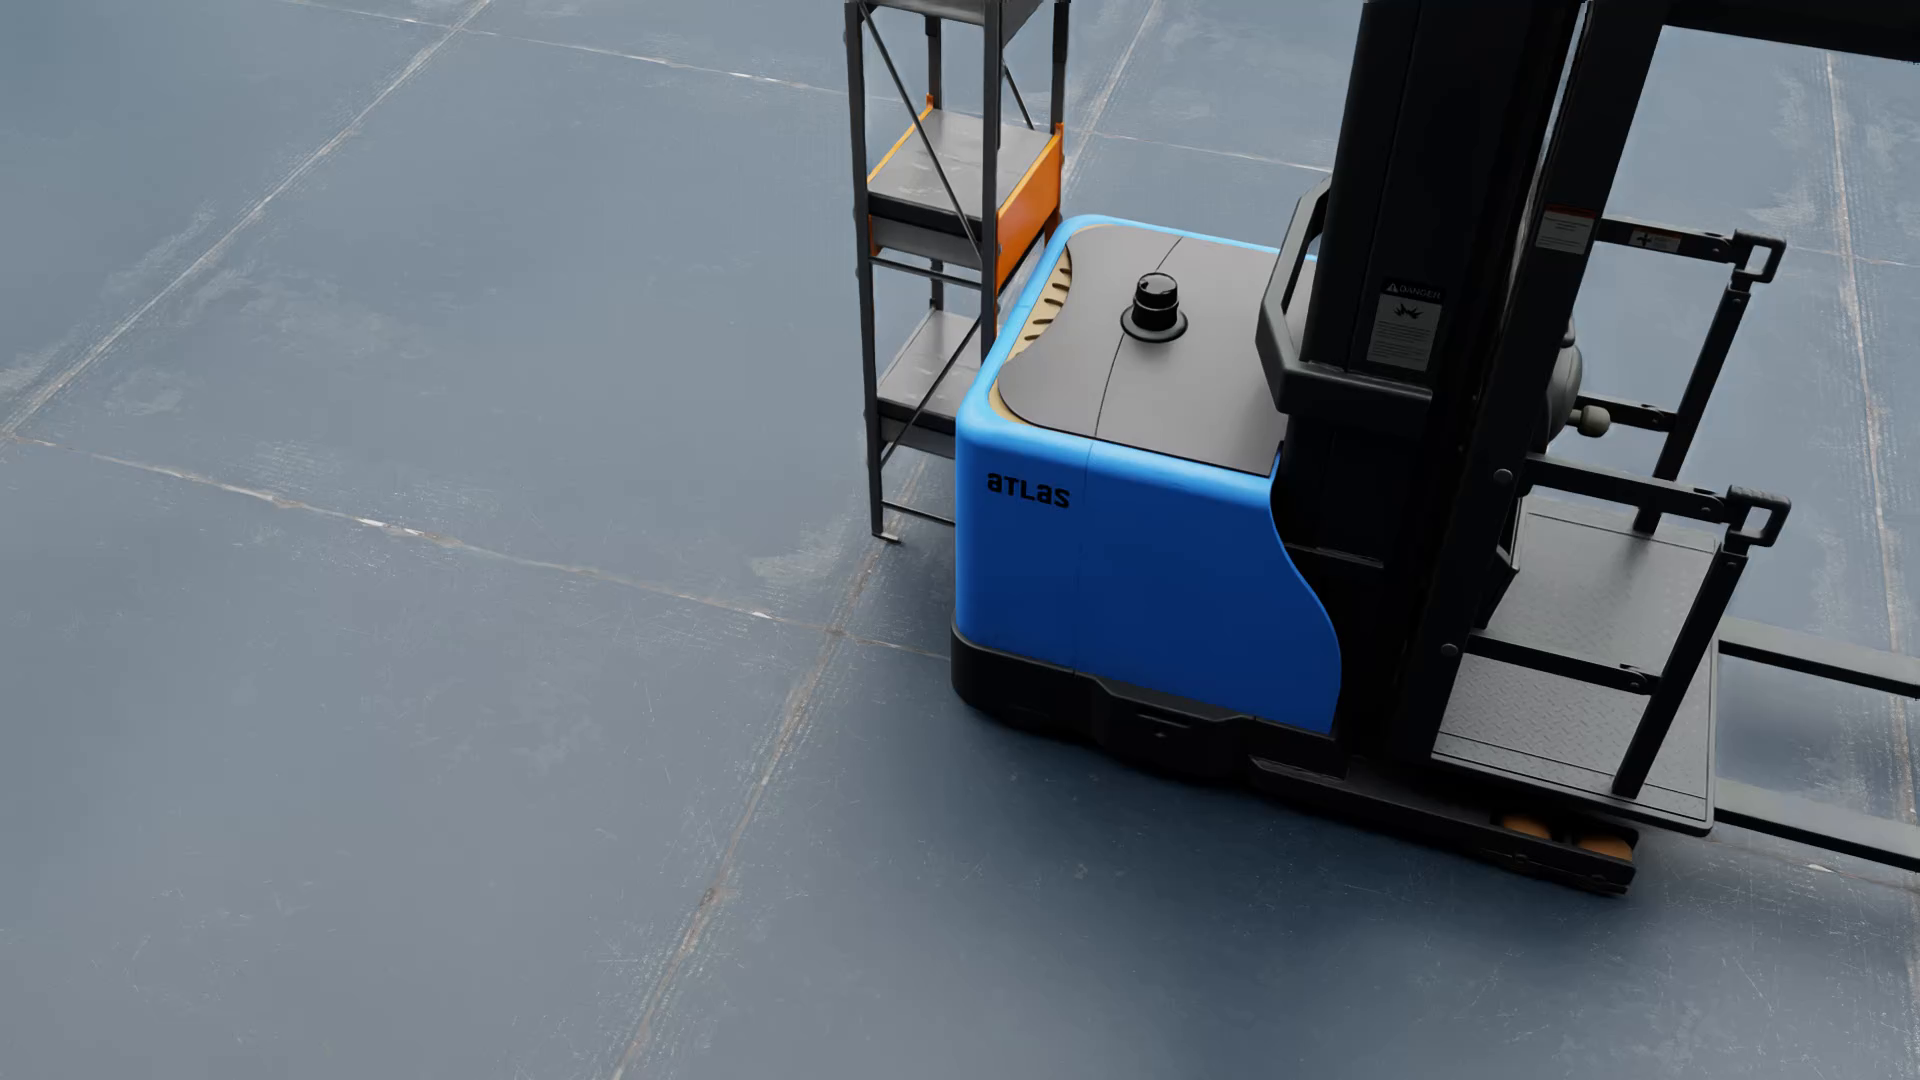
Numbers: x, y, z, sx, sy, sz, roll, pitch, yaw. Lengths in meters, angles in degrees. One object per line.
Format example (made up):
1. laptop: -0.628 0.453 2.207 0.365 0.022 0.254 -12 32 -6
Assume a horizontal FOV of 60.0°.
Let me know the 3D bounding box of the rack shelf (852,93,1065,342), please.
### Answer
1. rack shelf: 0.003 -0.863 4.650 0.431 0.518 0.480 17 47 16

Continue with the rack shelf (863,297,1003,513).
1. rack shelf: 0.003 -0.362 5.139 0.431 0.518 0.480 17 47 16

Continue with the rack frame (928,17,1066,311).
1. rack frame: 0.099 -1.029 4.801 0.400 2.100 0.015 17 47 16

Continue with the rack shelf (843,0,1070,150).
1. rack shelf: 0.003 -1.363 4.160 0.431 0.518 0.480 17 47 16

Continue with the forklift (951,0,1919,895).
1. forklift: 1.548 -0.556 3.722 3.031 2.935 1.130 14 46 14

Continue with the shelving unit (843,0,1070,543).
1. shelving unit: 0.003 -0.872 4.640 0.431 2.100 0.503 17 47 16

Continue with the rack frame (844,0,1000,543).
1. rack frame: -0.093 -0.716 4.480 0.400 2.100 0.015 17 47 16
